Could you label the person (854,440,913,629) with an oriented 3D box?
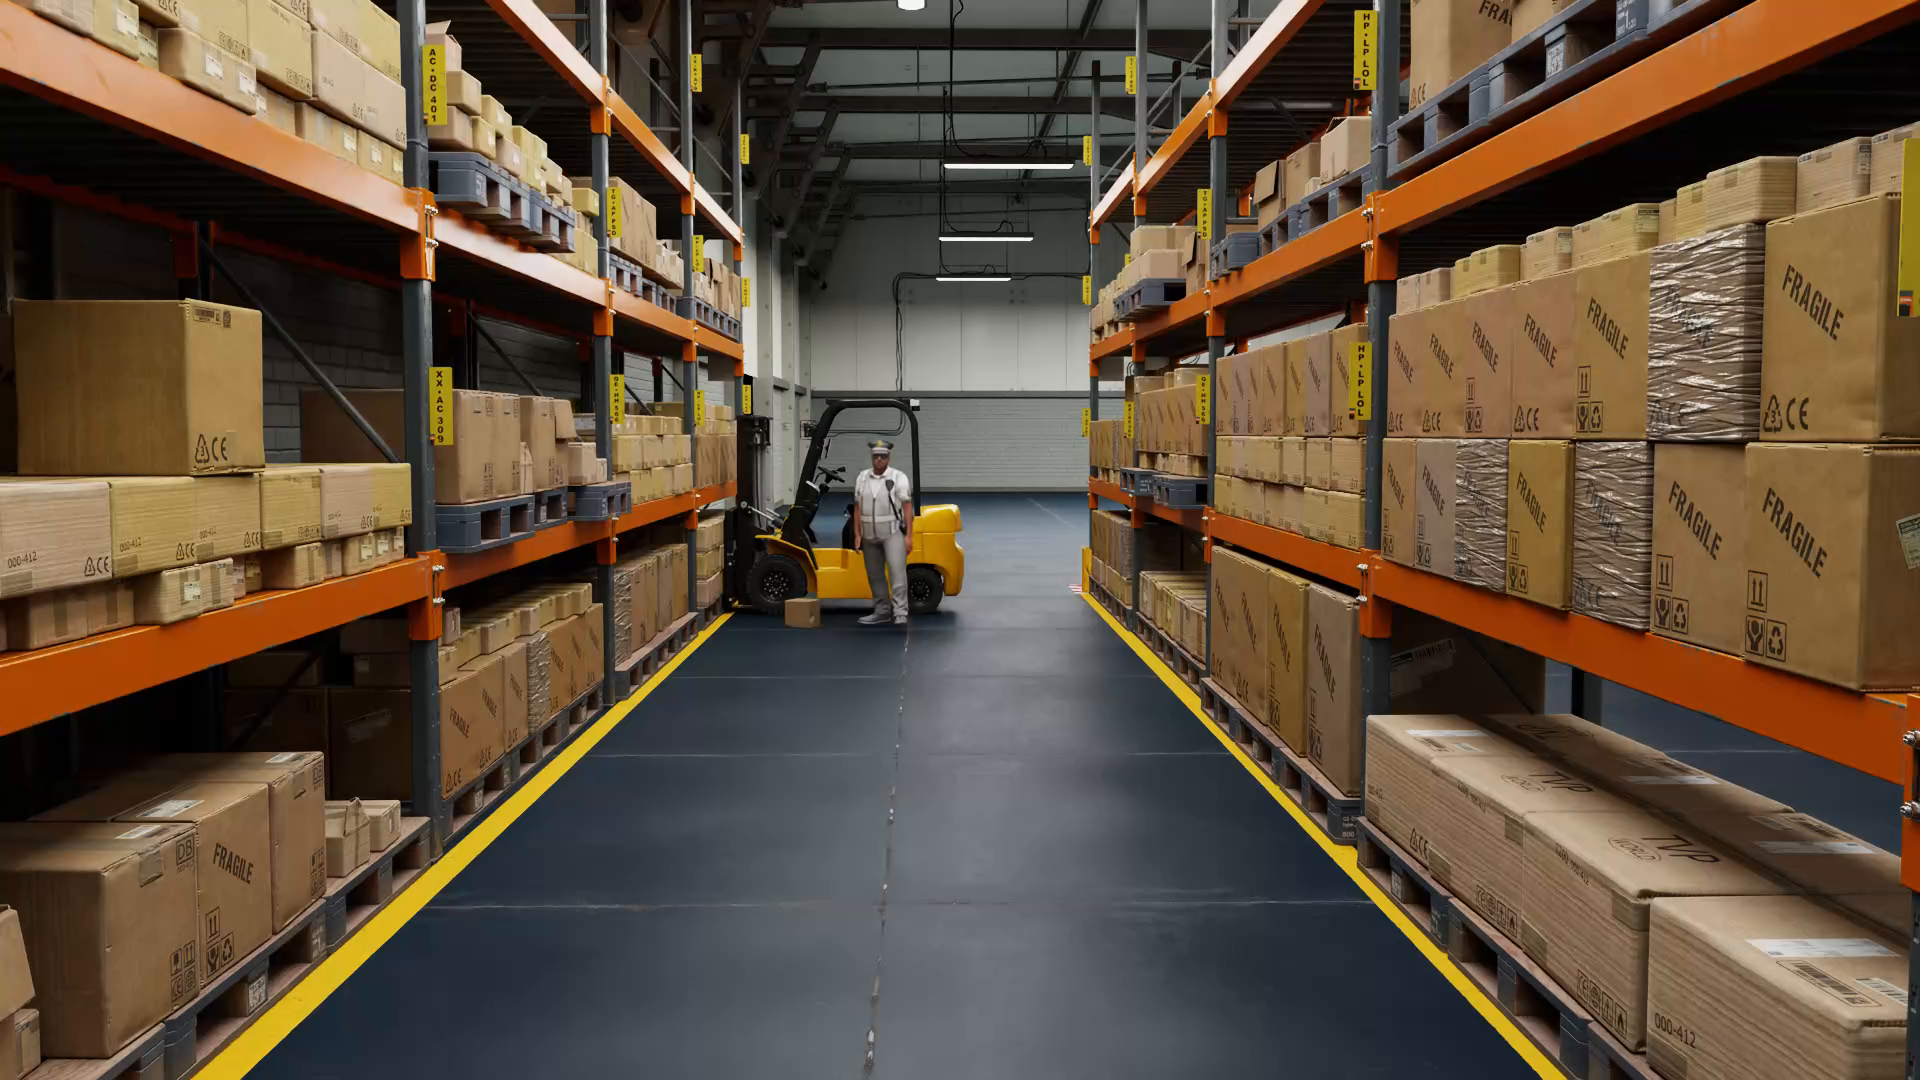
[{"bbox_3d":[-0.691,-0.050,15.241,0.714,1.729,0.844,1,4,20],"label":"person"}]
